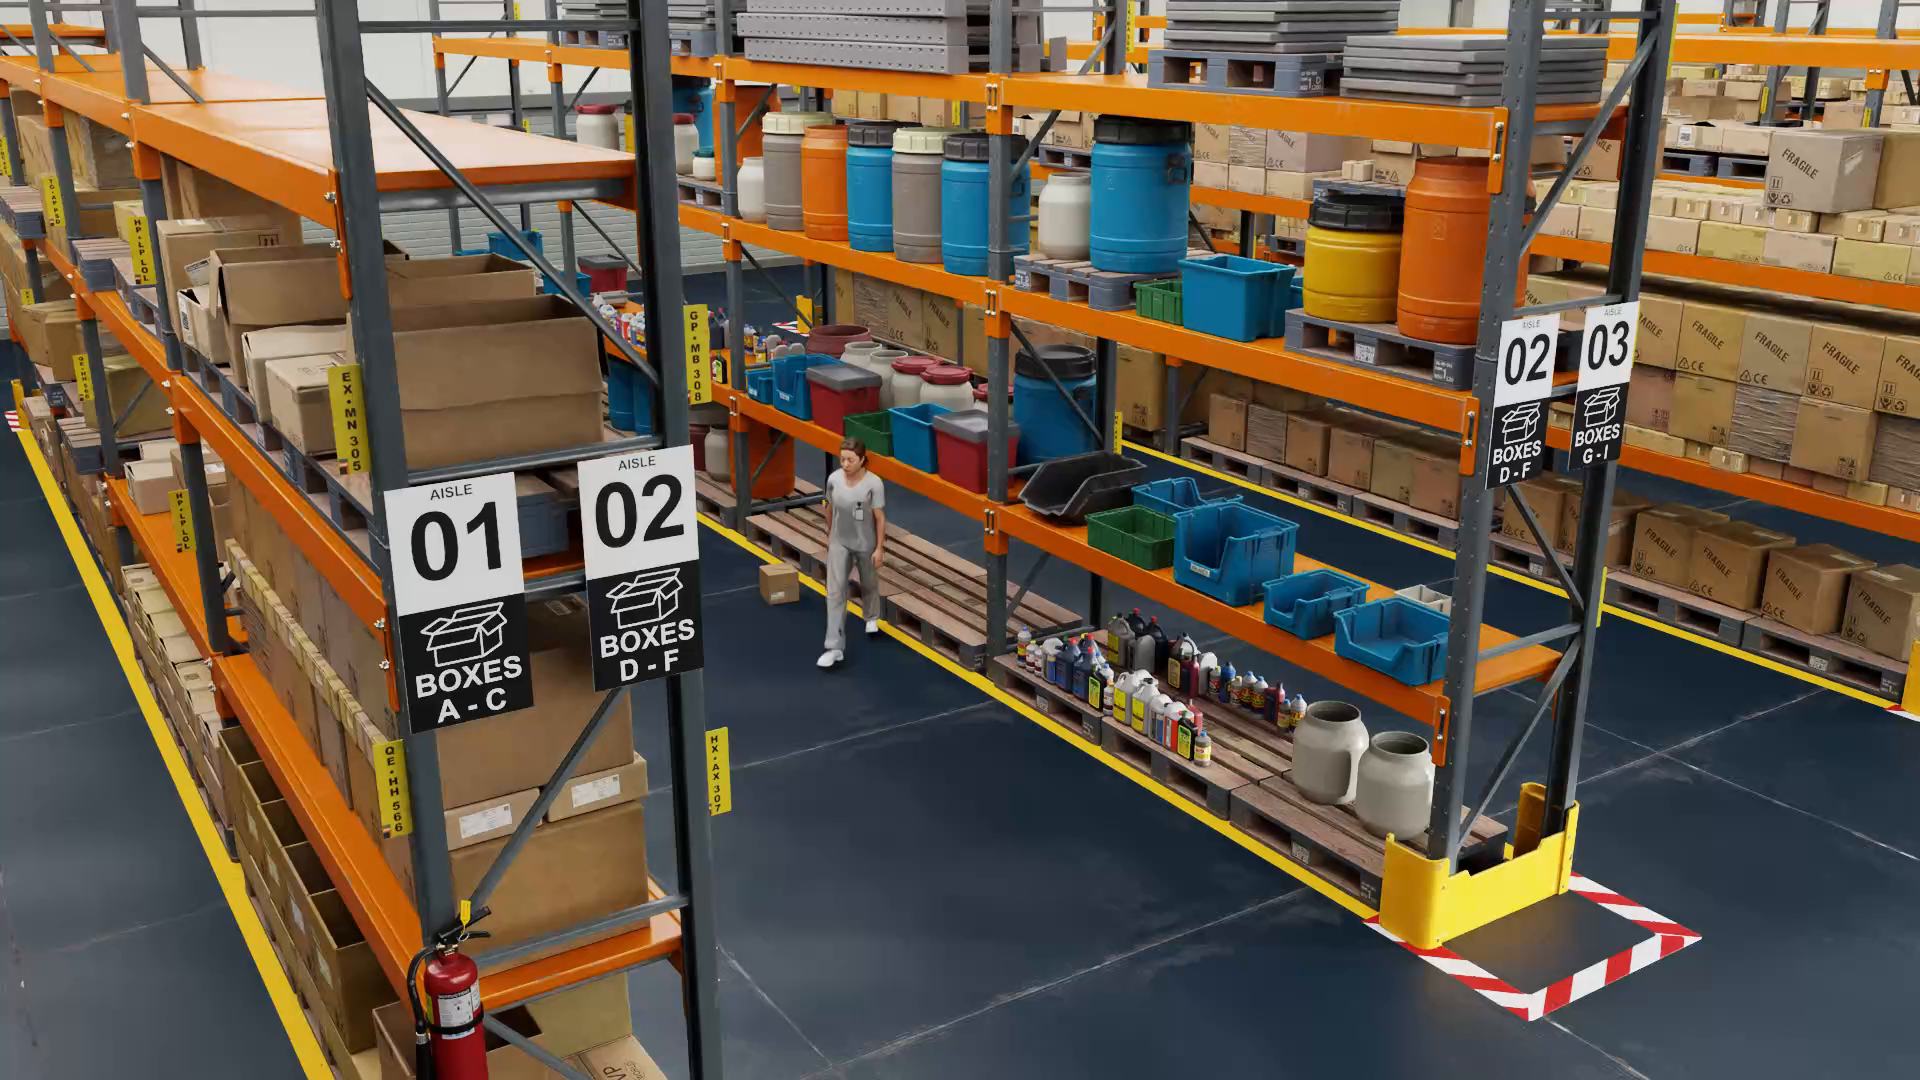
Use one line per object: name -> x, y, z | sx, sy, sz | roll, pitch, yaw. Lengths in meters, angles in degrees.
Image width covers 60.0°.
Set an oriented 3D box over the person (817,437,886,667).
person -> -0.755, 0.024, 11.999 | 0.452, 1.600, 1.048 | 2, 18, 6
